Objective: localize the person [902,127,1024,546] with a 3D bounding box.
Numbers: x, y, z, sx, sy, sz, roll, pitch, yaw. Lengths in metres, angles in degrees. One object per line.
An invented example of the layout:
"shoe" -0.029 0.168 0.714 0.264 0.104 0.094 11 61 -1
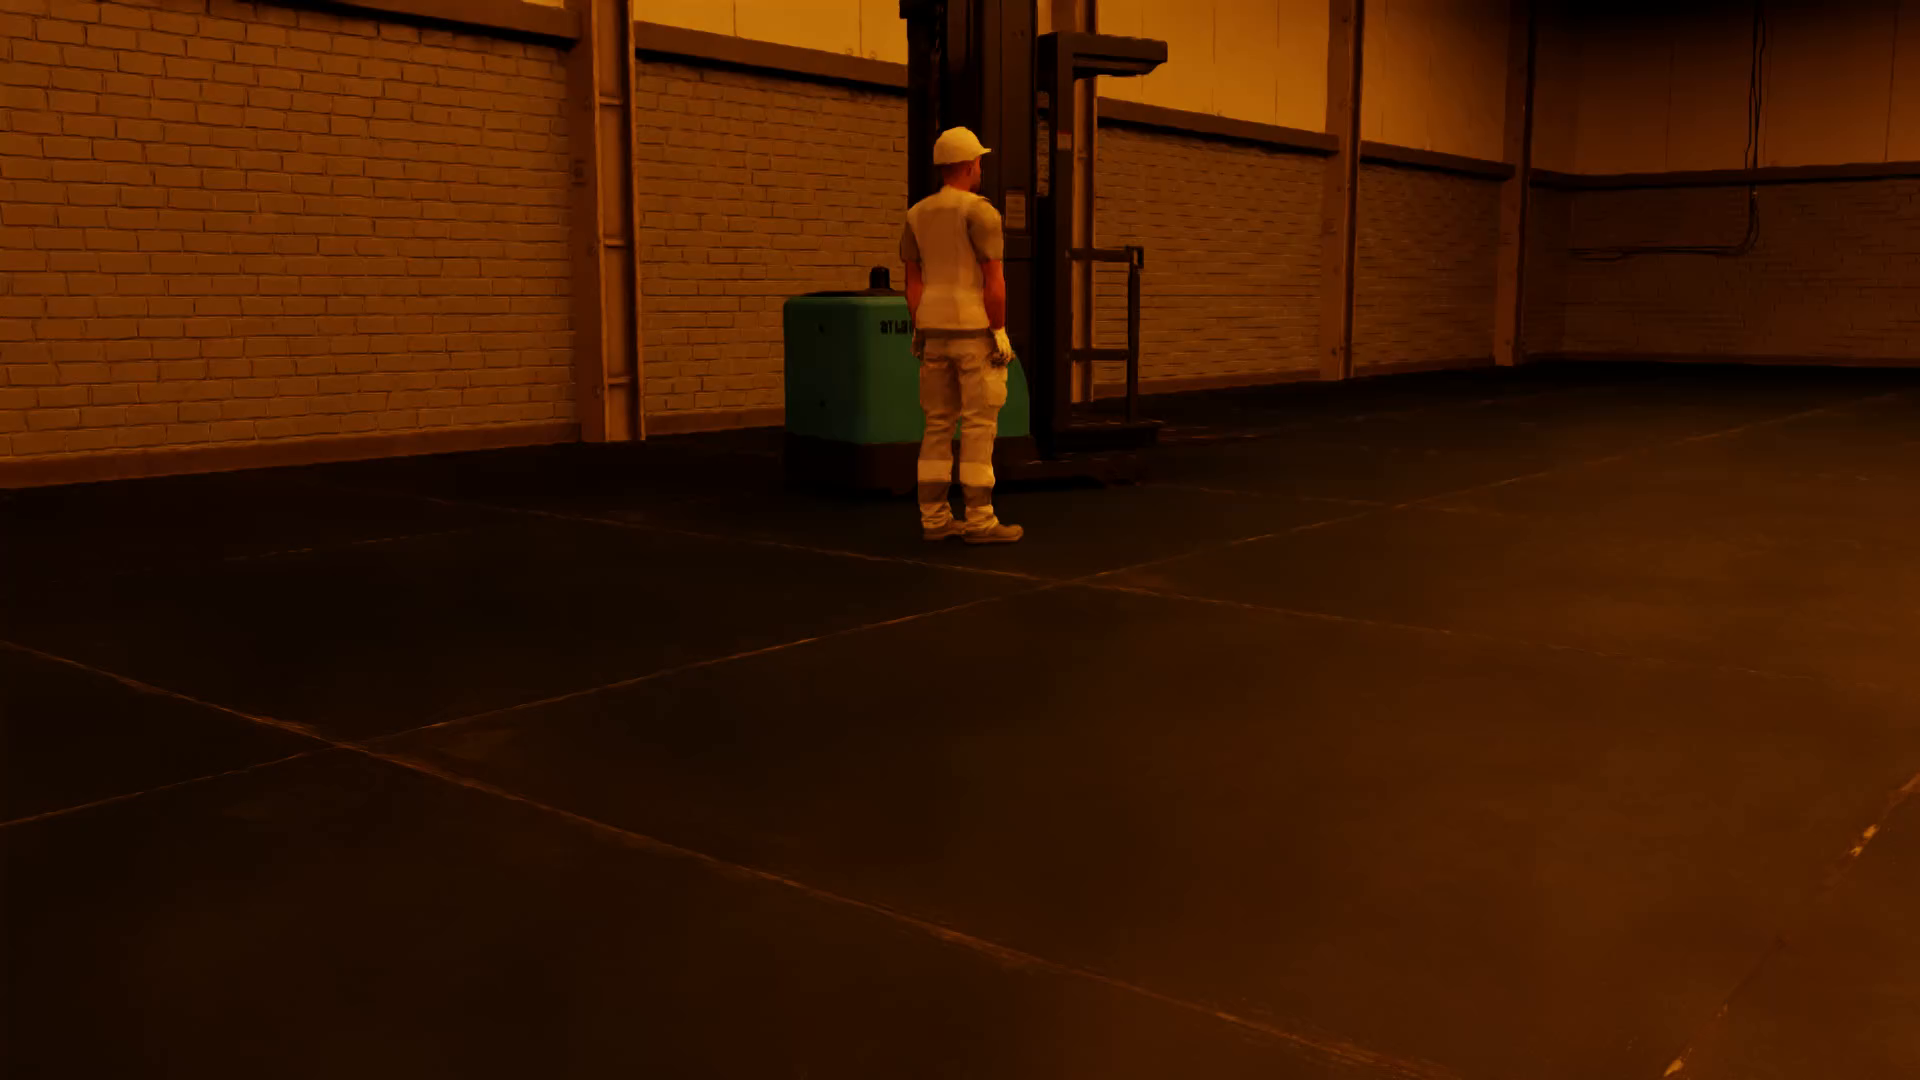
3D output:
"person" 0.012 -0.889 7.292 0.540 1.795 0.349 7 11 38

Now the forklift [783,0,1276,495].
"forklift" 0.512 -1.822 9.730 3.031 2.935 1.130 -5 10 -31
